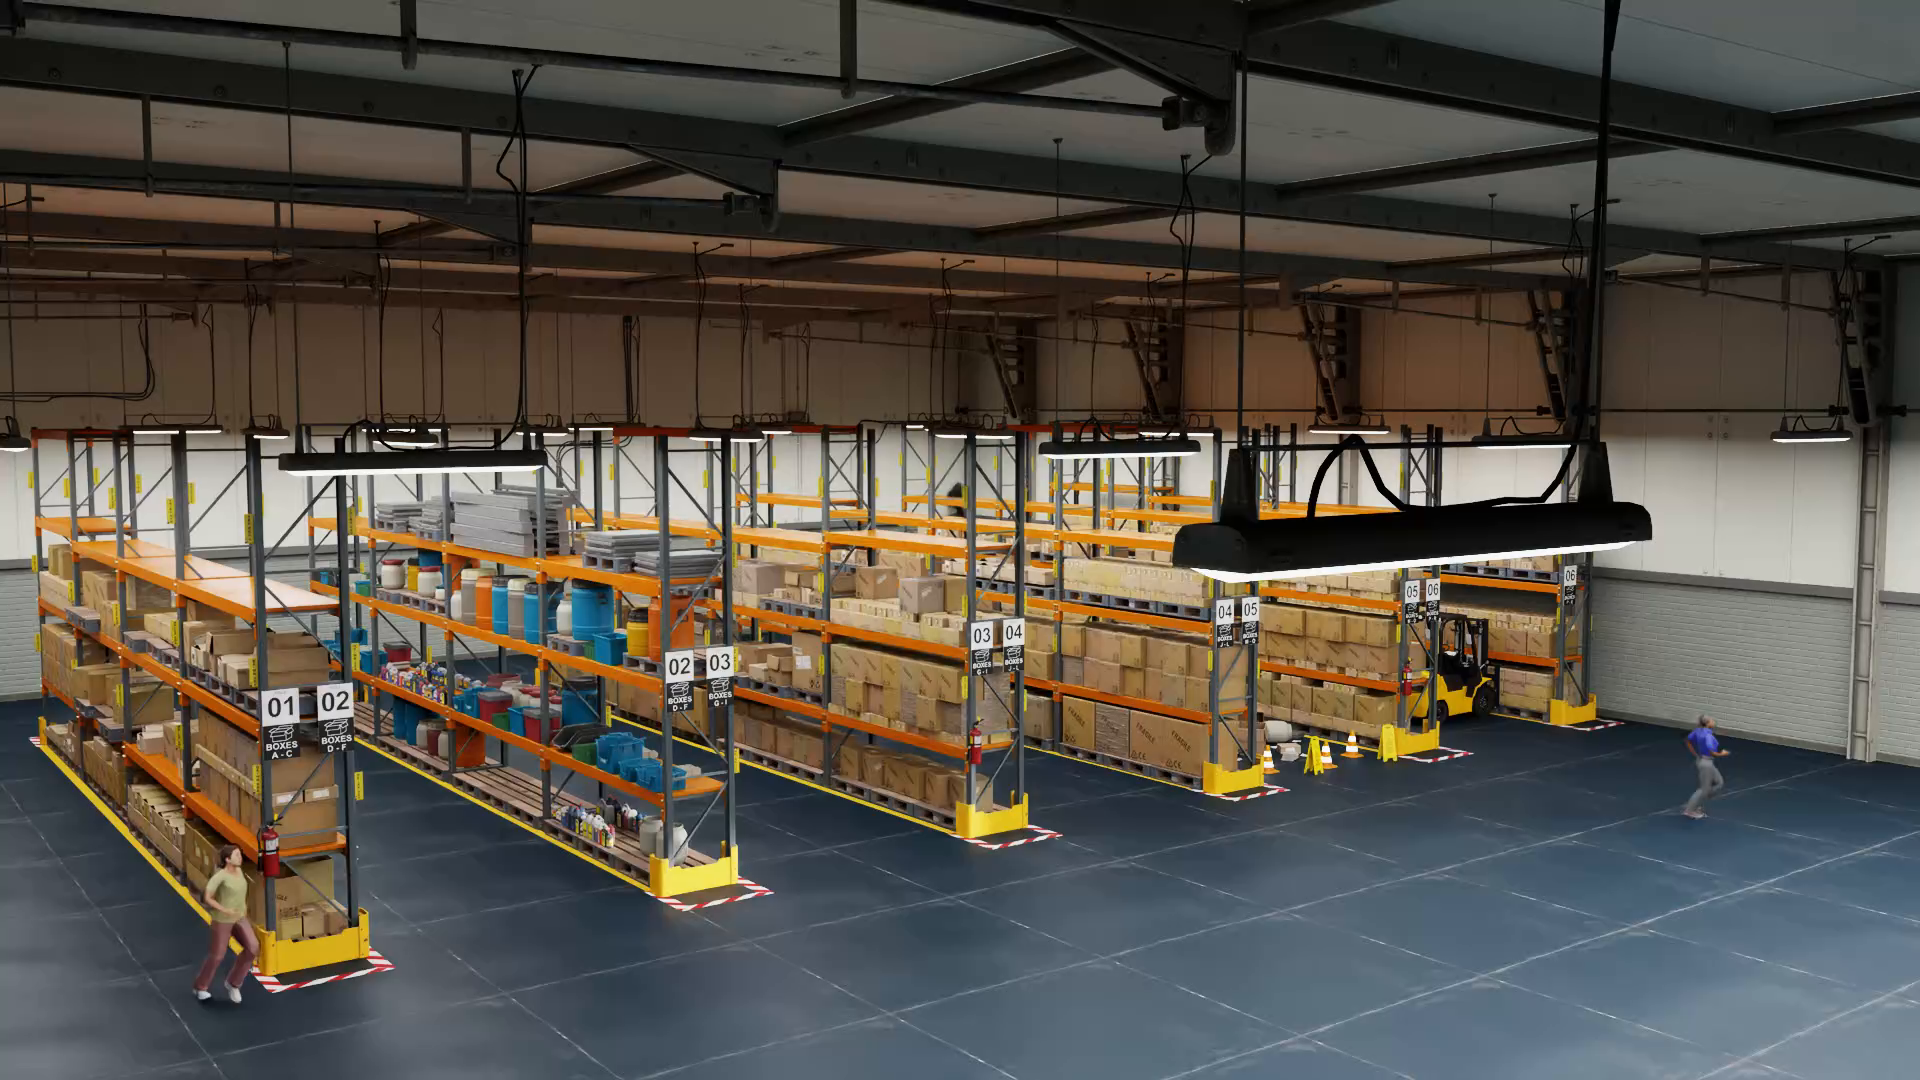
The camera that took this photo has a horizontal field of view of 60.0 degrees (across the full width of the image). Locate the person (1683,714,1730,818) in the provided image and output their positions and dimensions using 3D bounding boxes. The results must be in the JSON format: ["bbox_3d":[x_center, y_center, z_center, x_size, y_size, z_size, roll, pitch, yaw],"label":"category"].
[{"bbox_3d":[11.533,3.491,25.675,0.651,1.638,0.544,1,5,10],"label":"person"}]

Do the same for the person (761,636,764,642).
[{"bbox_3d":[-4.070,2.806,34.279,0.595,1.660,0.584,-4,6,-39],"label":"person"}]

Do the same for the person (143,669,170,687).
[{"bbox_3d":[-15.928,2.939,33.051,0.697,1.693,0.634,2,5,18],"label":"person"}]

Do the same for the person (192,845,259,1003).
[{"bbox_3d":[-7.860,4.108,17.914,0.672,1.660,0.635,2,5,22],"label":"person"}]
